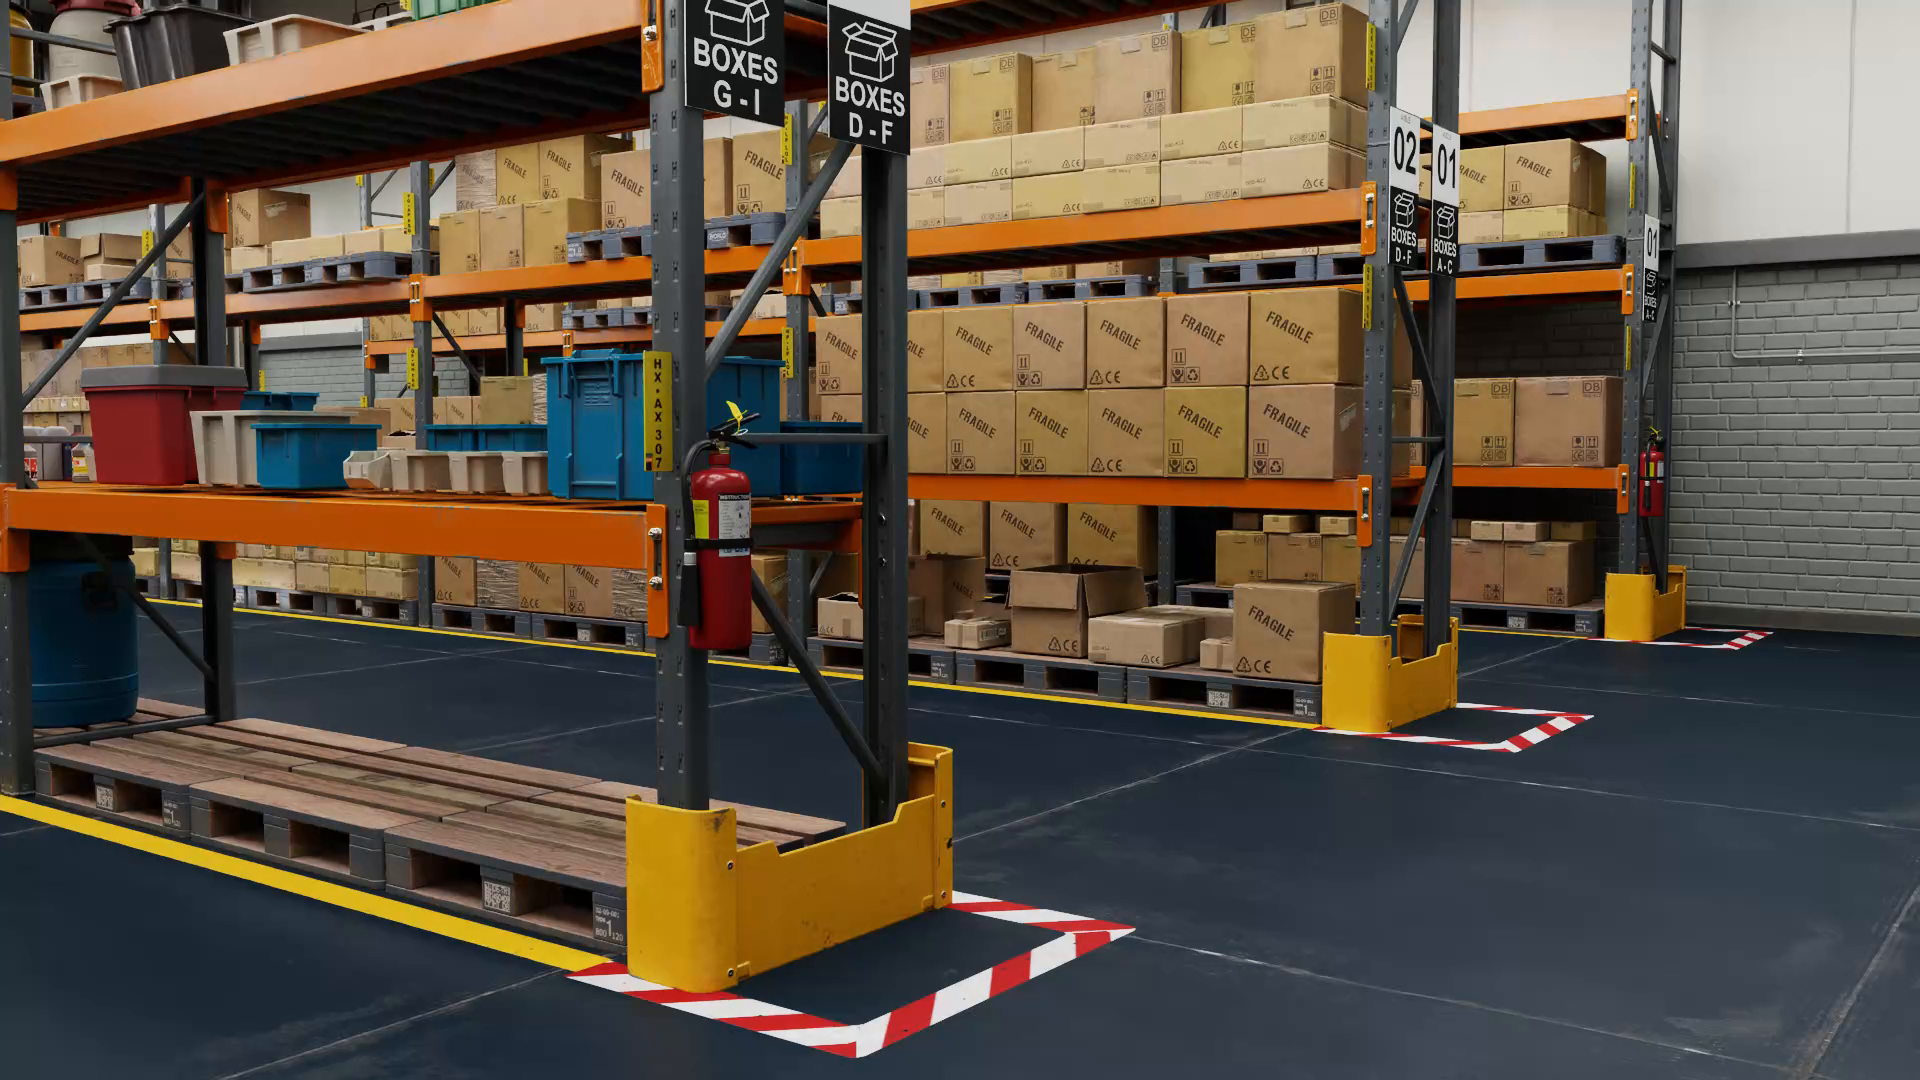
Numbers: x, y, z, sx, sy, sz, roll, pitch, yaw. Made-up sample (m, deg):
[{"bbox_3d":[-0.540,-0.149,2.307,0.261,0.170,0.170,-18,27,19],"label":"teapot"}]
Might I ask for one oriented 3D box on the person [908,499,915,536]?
[{"bbox_3d":[-0.649,-0.206,15.371,0.410,1.543,0.902,-1,4,-15],"label":"person"}]
